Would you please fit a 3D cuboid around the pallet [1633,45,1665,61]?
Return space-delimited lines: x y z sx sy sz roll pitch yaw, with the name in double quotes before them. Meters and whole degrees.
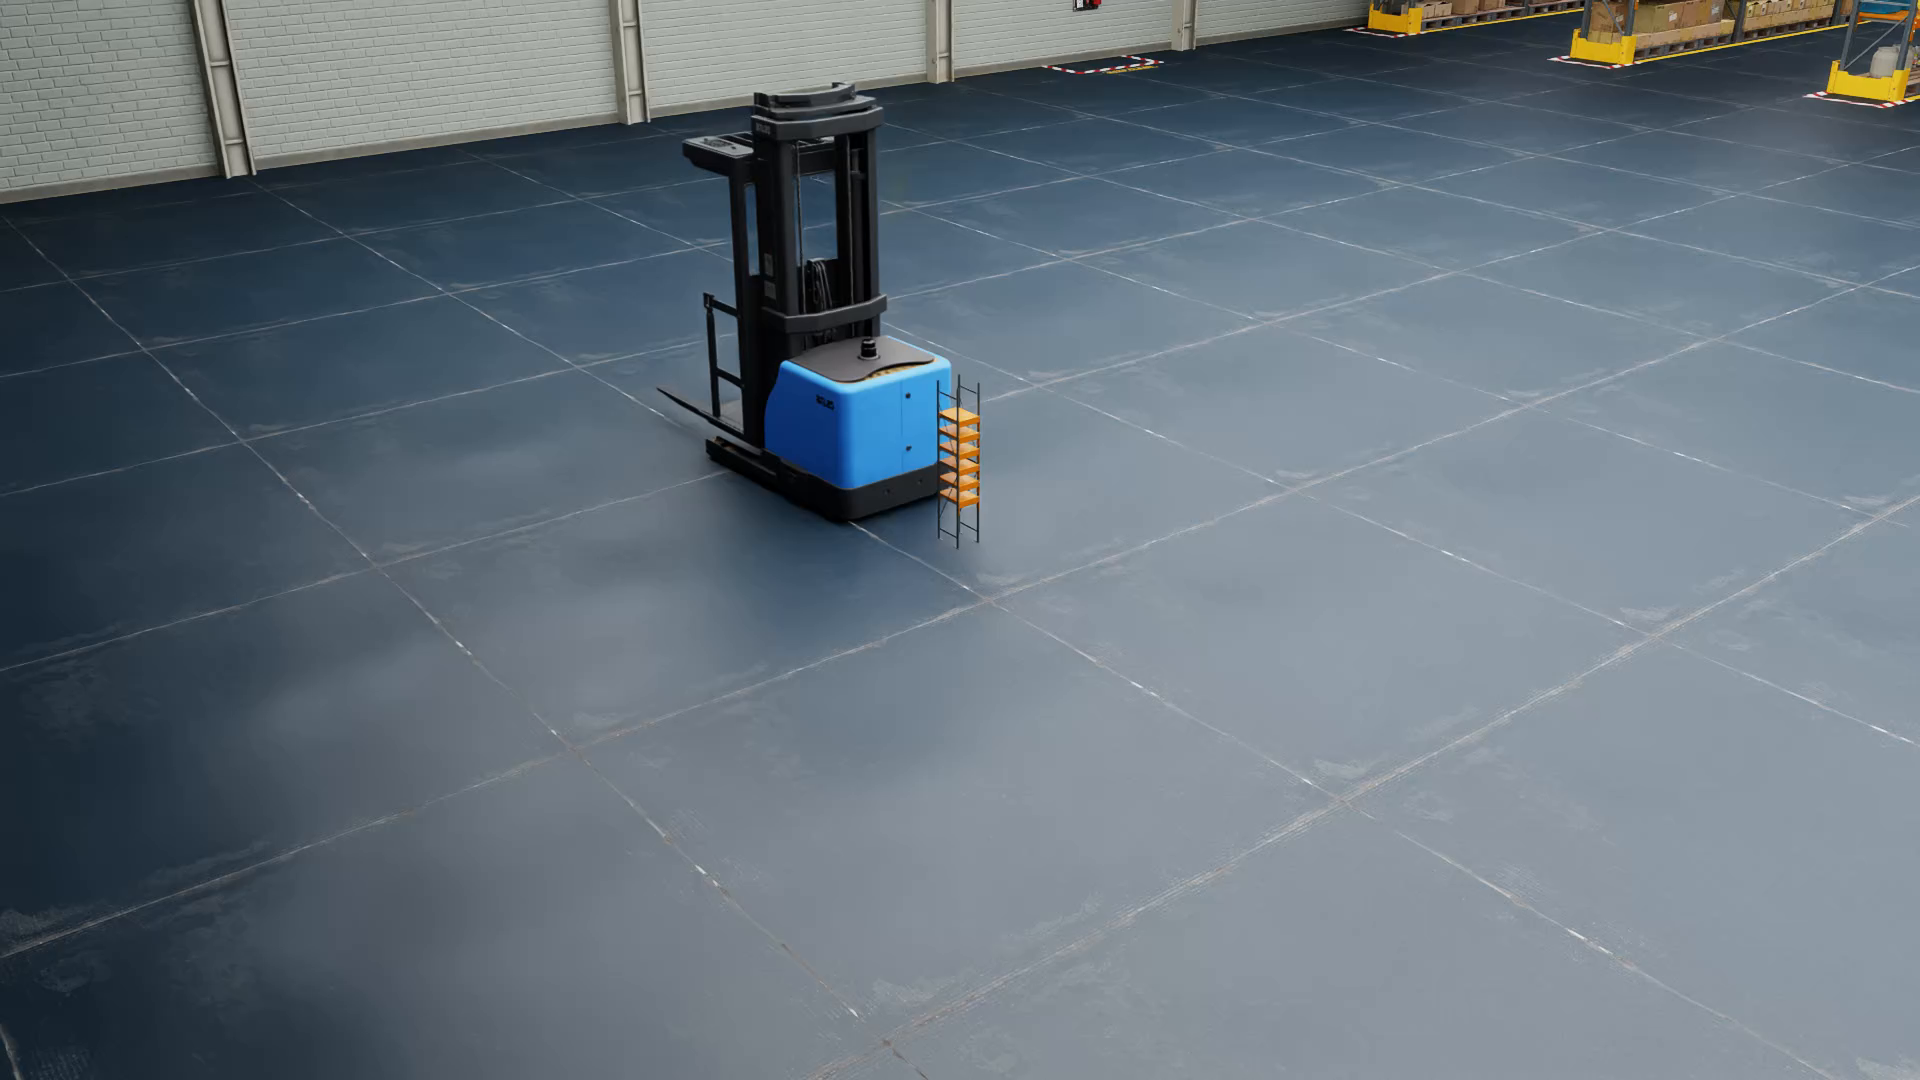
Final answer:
"pallet" 12.712 -9.393 31.865 1.213 0.211 1.003 -18 31 -34

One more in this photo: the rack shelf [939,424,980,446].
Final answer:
"rack shelf" -0.011 -0.718 11.534 0.180 0.103 0.258 -18 31 -34

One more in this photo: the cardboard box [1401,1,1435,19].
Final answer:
"cardboard box" 9.677 -11.215 35.150 0.500 0.311 0.500 -23 33 -40

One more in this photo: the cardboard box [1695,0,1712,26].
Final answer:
"cardboard box" 14.262 -10.318 32.422 0.500 0.500 0.500 -18 31 -34

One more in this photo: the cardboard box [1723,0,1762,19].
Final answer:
"cardboard box" 15.763 -10.707 33.485 0.500 0.311 0.500 -18 30 -34

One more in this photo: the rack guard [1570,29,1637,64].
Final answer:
"rack guard" 12.117 -9.305 31.333 0.348 0.500 1.175 -18 31 -34

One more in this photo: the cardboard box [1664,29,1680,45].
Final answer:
"cardboard box" 13.480 -9.715 32.014 0.500 0.250 0.500 -18 31 -34

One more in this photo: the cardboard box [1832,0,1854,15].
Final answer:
"cardboard box" 18.966 -11.613 35.782 0.500 0.500 0.500 -17 30 -32

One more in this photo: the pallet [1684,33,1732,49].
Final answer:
"pallet" 14.632 -10.027 33.231 1.213 0.211 1.003 -18 31 -34

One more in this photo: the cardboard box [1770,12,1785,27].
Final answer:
"cardboard box" 16.563 -10.718 34.176 0.500 0.250 0.500 -19 31 -36

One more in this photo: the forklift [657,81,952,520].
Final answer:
"forklift" -1.369 -2.026 12.761 1.130 2.935 3.031 -19 31 -35

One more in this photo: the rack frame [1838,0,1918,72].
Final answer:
"rack frame" 15.190 -8.803 27.282 0.127 3.000 1.000 -18 31 -34

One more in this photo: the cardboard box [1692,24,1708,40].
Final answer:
"cardboard box" 14.270 -9.973 32.571 0.500 0.250 0.500 -18 31 -34

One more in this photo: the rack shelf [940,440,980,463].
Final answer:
"rack shelf" -0.011 -0.609 11.585 0.180 0.103 0.258 -18 31 -34

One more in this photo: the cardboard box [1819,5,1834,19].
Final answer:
"cardboard box" 18.168 -11.249 35.320 0.500 0.250 0.500 -17 30 -33

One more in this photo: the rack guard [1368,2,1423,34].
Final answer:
"rack guard" 9.136 -10.971 34.923 0.348 0.500 1.175 -18 31 -34

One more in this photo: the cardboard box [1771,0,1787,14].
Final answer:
"cardboard box" 16.566 -10.970 34.052 0.500 0.311 0.500 -19 31 -36

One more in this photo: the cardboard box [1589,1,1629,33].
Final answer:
"cardboard box" 12.375 -9.966 31.665 0.500 0.500 0.500 -18 31 -34

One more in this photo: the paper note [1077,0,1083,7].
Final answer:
"paper note" 2.222 -9.943 30.785 0.142 0.148 0.016 -18 31 -34

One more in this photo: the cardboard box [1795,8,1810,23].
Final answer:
"cardboard box" 17.367 -10.984 34.749 0.500 0.250 0.500 -17 30 -33

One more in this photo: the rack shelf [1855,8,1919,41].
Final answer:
"rack shelf" 16.764 -8.996 28.553 4.000 0.370 1.077 -18 31 -34

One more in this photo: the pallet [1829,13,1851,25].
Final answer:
"pallet" 19.042 -11.440 36.276 1.213 0.211 1.003 -18 31 -34

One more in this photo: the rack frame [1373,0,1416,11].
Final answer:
"rack frame" 9.077 -12.085 34.354 0.127 3.000 1.000 -18 31 -34

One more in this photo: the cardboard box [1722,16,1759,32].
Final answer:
"cardboard box" 15.754 -10.450 33.598 0.500 0.250 0.500 -19 31 -35

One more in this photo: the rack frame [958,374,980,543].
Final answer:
"rack frame" 0.061 -0.564 11.668 0.006 1.200 0.240 -18 31 -34

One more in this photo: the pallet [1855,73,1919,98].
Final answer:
"pallet" 15.863 -7.783 28.397 1.213 0.211 1.003 -18 31 -34

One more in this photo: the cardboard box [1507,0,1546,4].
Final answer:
"cardboard box" 12.793 -12.387 37.450 0.500 0.500 0.700 -17 30 -32

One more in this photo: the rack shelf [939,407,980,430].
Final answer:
"rack shelf" -0.011 -0.827 11.484 0.180 0.103 0.258 -18 31 -34

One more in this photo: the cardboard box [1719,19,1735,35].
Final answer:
"cardboard box" 15.054 -10.235 33.134 0.500 0.250 0.500 -18 31 -34

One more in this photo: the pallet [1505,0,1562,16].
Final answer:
"pallet" 12.836 -12.062 37.617 1.213 0.211 1.003 -18 31 -34

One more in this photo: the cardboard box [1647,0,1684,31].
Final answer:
"cardboard box" 13.473 -10.059 31.864 0.500 0.500 0.500 -18 31 -34

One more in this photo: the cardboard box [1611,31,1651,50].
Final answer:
"cardboard box" 12.695 -9.454 31.452 0.500 0.250 0.500 -18 31 -34

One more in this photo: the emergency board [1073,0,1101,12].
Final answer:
"emergency board" 2.404 -10.366 30.649 0.643 1.169 0.194 -18 31 -34

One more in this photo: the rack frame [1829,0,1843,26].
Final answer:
"rack frame" 18.432 -12.523 35.298 0.127 3.000 1.000 -18 31 -34

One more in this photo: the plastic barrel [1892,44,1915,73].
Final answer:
"plastic barrel" 16.055 -8.192 28.421 0.421 0.512 0.421 0 25 0

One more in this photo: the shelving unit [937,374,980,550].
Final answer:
"shelving unit" -0.011 -0.540 11.617 0.189 1.200 0.258 -18 31 -34

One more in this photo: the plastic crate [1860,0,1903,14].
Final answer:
"plastic crate" 15.399 -8.965 27.808 0.616 0.251 0.499 -18 31 -34

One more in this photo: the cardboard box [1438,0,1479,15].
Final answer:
"cardboard box" 10.733 -11.623 35.805 0.500 0.500 0.700 -21 32 -37

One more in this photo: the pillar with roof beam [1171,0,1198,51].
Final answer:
"pillar with roof beam" 7.029 -12.290 27.669 0.400 9.000 9.100 -18 31 -34

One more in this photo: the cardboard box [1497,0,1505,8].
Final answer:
"cardboard box" 11.822 -11.890 36.776 0.380 0.166 0.250 22 33 39

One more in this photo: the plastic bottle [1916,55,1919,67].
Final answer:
"plastic bottle" 16.926 -8.464 29.353 0.097 0.201 0.097 0 25 0

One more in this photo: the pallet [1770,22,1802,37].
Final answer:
"pallet" 16.800 -10.742 34.773 1.213 0.211 1.003 -18 31 -34

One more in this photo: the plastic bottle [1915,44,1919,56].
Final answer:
"plastic bottle" 16.963 -8.609 29.487 0.185 0.351 0.144 -19 31 -34

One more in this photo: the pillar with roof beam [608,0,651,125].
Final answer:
"pillar with roof beam" -2.414 -9.173 20.953 0.400 9.000 9.100 -18 31 -34

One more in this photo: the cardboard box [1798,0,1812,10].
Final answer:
"cardboard box" 17.367 -11.236 34.625 0.500 0.311 0.500 -18 31 -34

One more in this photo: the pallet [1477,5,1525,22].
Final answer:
"pallet" 11.718 -11.673 36.779 1.213 0.211 1.003 -18 31 -34

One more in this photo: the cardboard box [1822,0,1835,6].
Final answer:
"cardboard box" 18.171 -11.503 35.201 0.500 0.311 0.500 -17 30 -33
